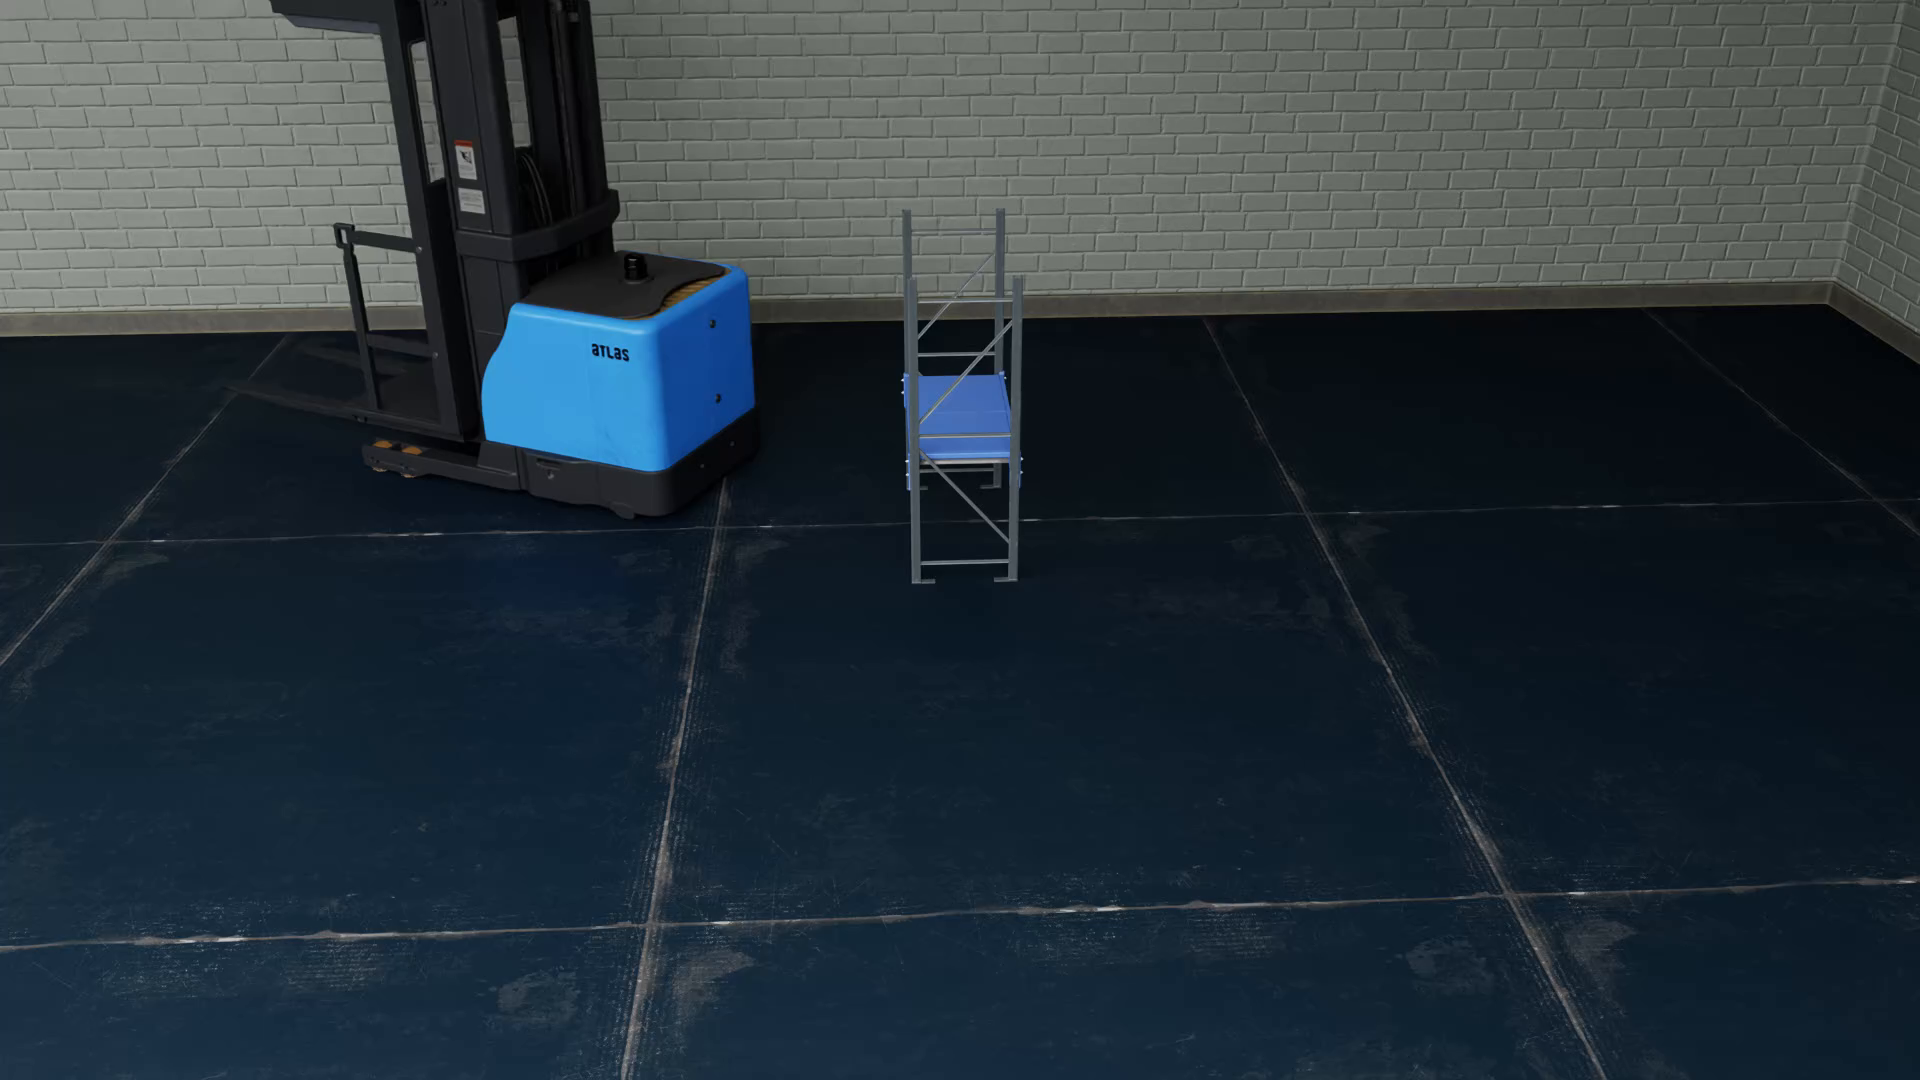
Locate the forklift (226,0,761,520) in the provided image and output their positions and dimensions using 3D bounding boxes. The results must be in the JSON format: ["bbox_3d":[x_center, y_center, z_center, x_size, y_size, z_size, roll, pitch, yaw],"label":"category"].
[{"bbox_3d":[-2.652,-1.839,8.606,3.031,2.935,1.130,11,30,21],"label":"forklift"}]

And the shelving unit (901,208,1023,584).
[{"bbox_3d":[-0.004,-0.704,7.979,0.538,1.500,1.048,-1,28,-3],"label":"shelving unit"}]

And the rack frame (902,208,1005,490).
[{"bbox_3d":[-0.031,-0.939,8.429,0.500,1.500,0.032,-1,28,-3],"label":"rack frame"}]

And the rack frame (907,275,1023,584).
[{"bbox_3d":[0.022,-0.470,7.529,0.500,1.500,0.032,-1,28,-3],"label":"rack frame"}]

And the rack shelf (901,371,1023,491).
[{"bbox_3d":[-0.004,-0.545,8.062,0.538,0.185,1.000,-1,28,-3],"label":"rack shelf"}]
